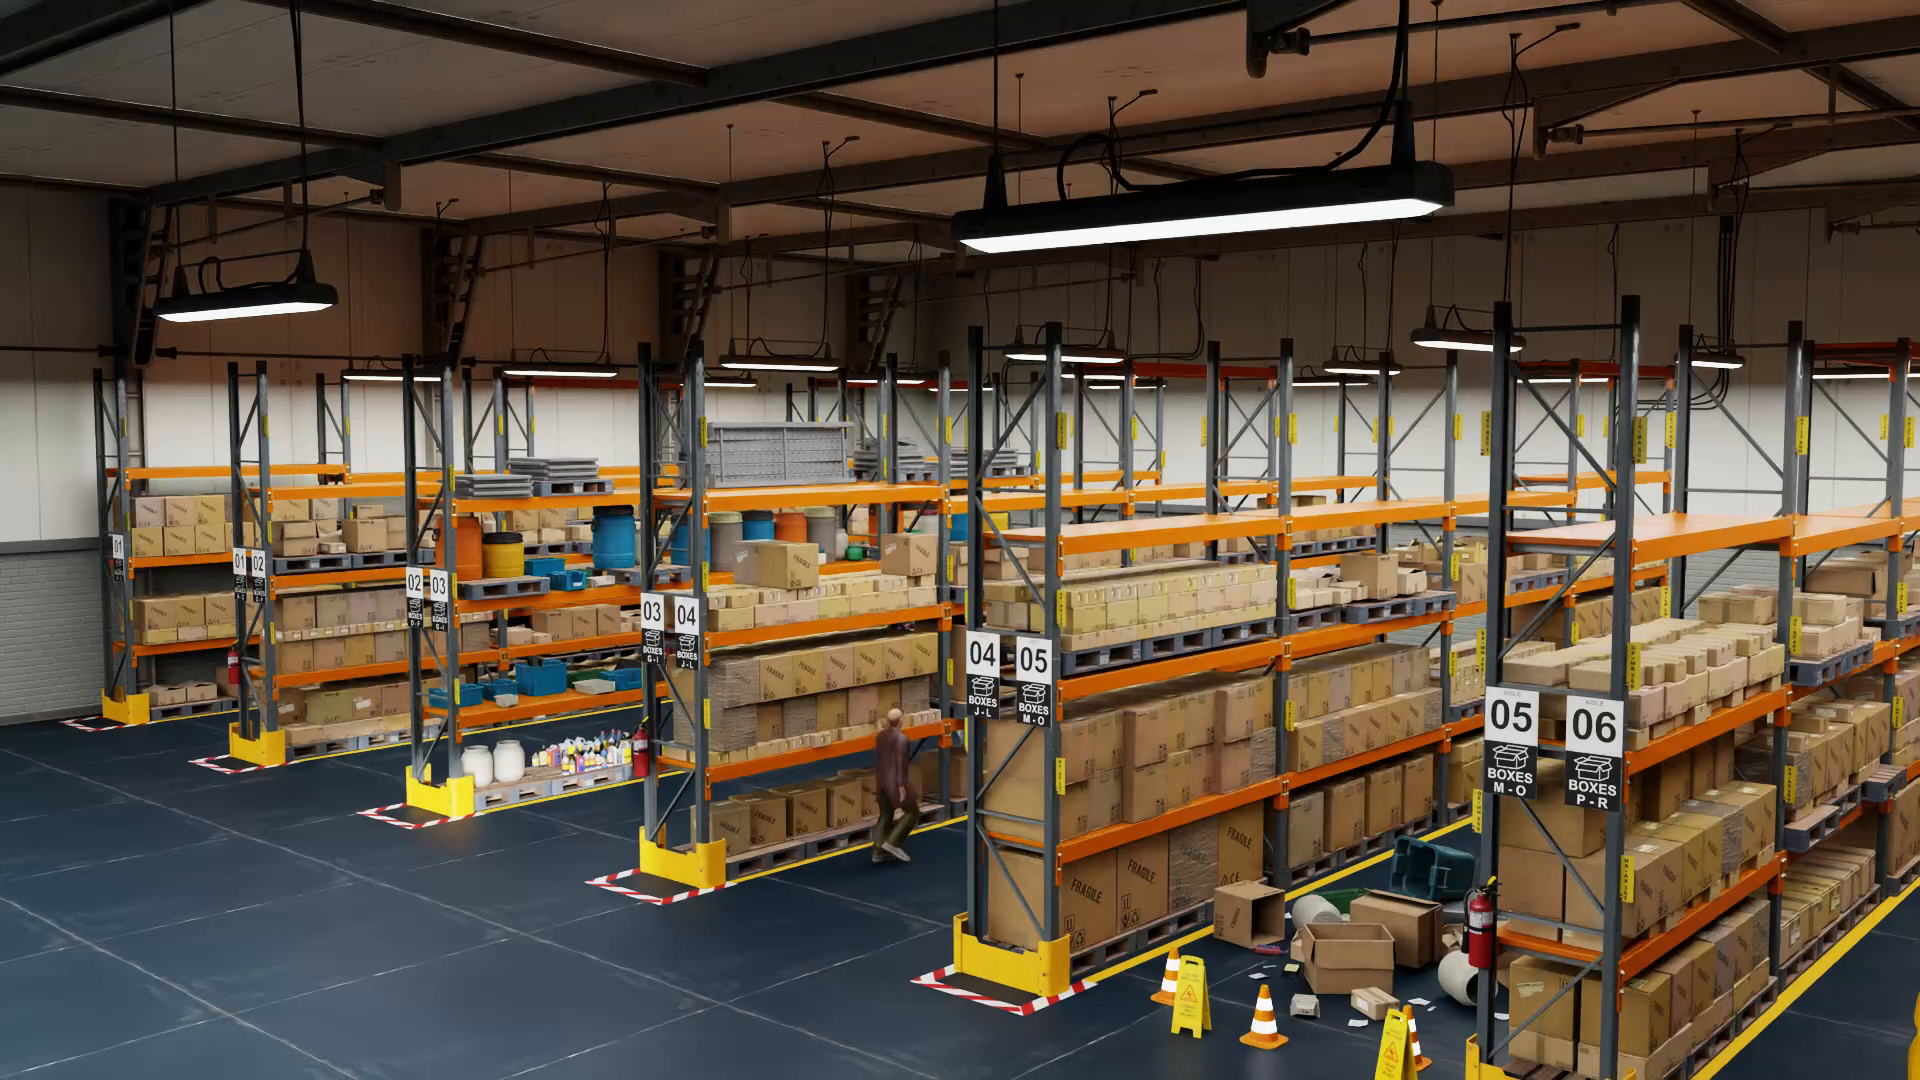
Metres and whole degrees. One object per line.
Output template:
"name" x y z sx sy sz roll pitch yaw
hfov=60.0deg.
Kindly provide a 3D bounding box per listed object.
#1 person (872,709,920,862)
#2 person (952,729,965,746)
"person" -0.778 2.893 19.323 0.551 1.665 0.621 -3 5 -35
"person" -0.084 2.491 24.397 0.596 1.825 0.623 -3 5 -35
